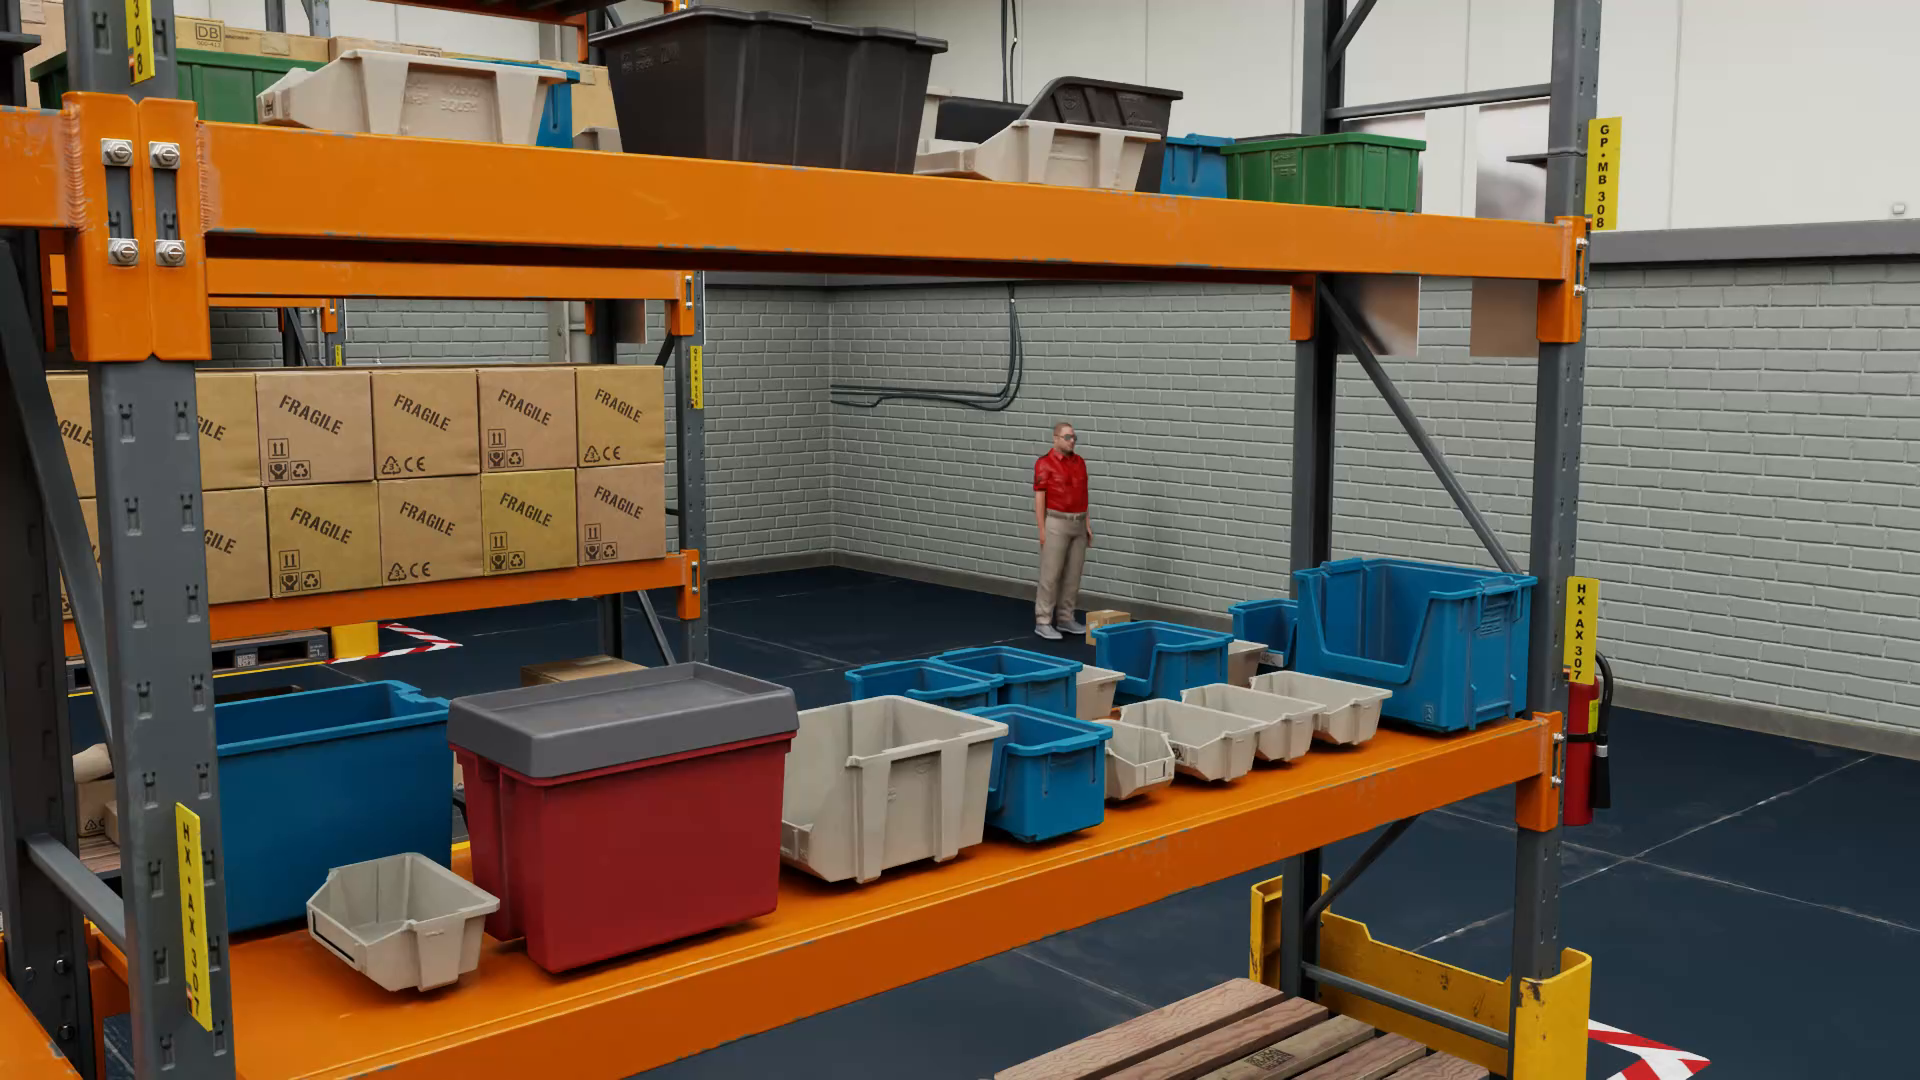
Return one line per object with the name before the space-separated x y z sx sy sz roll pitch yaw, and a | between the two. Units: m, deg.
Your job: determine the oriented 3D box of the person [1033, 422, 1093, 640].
person | 0.854 -0.081 13.448 0.533 1.732 0.361 -6 9 -39
